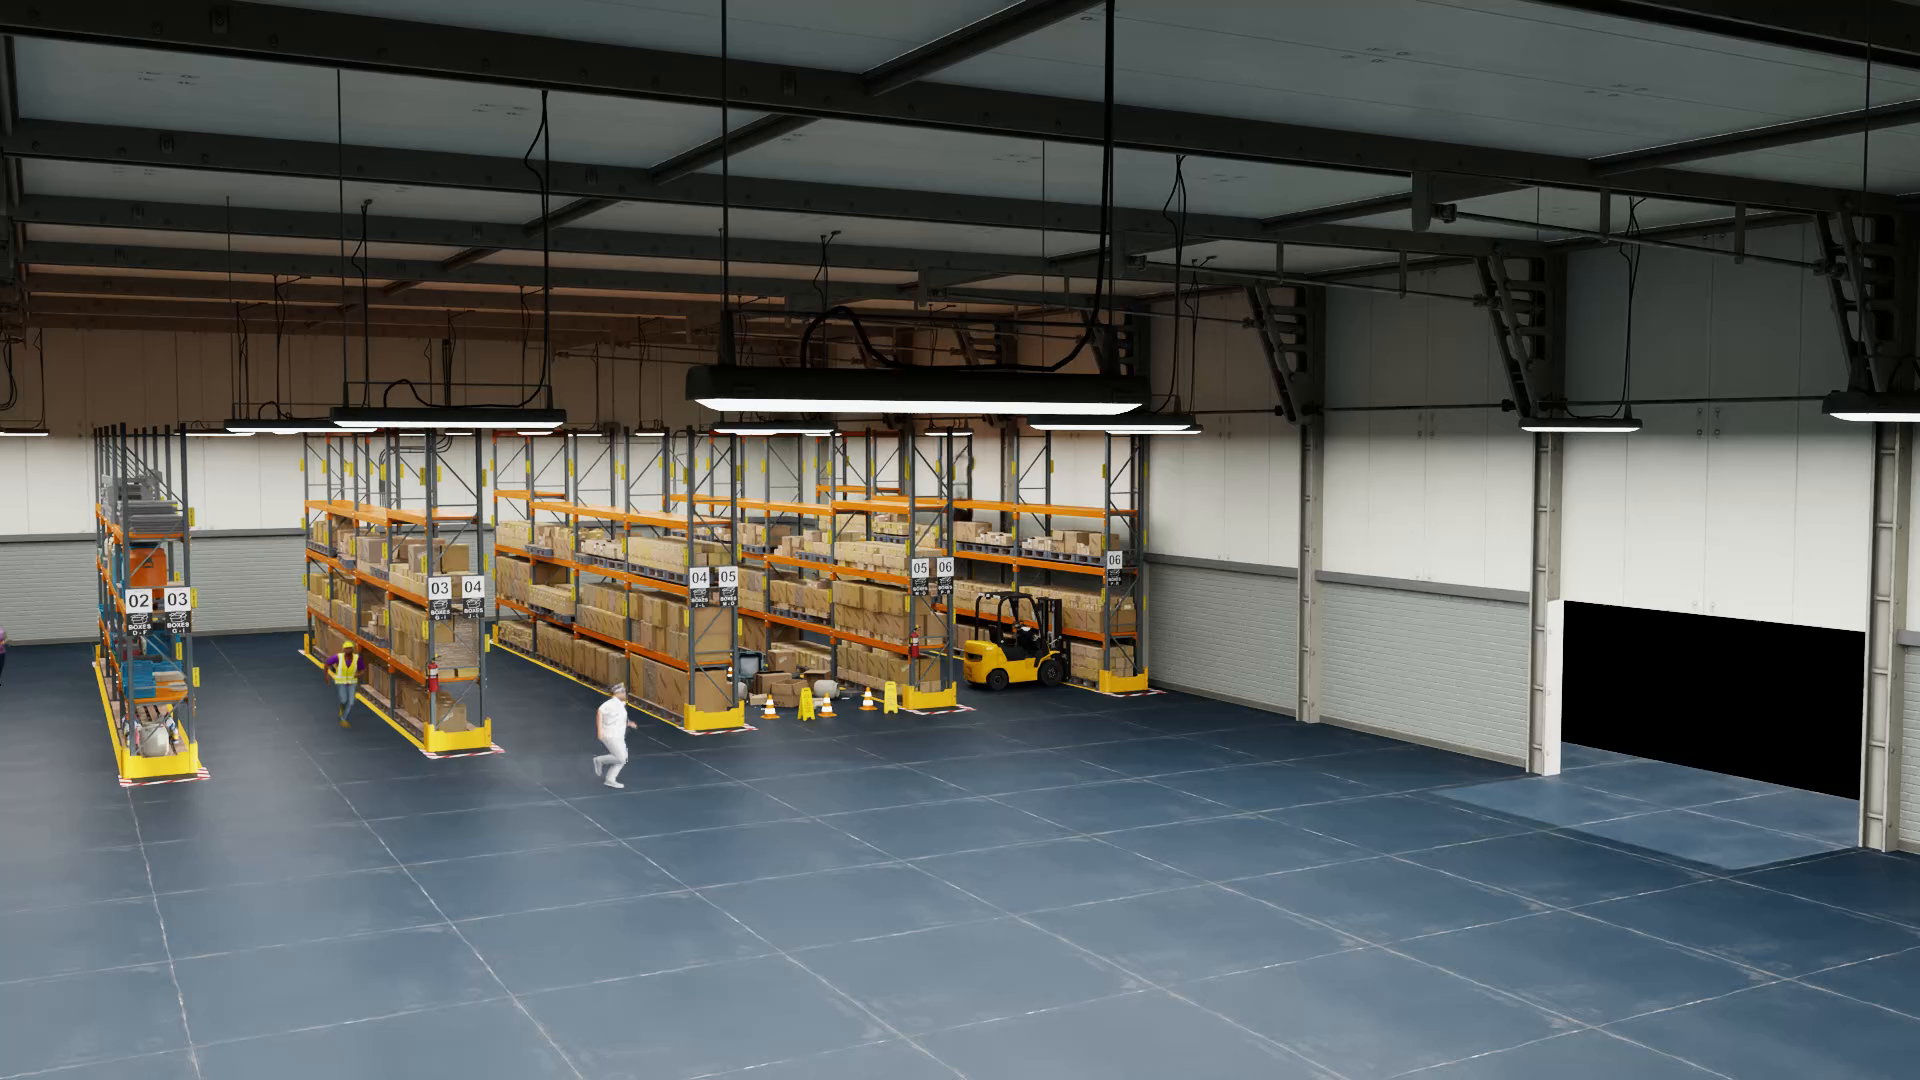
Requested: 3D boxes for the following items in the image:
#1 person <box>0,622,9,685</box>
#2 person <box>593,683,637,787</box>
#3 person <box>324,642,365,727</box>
[{"bbox_3d":[-22.130,2.608,38.189,0.506,1.592,0.650,-3,5,-43],"label":"person"},{"bbox_3d":[-5.684,3.215,27.399,0.692,1.737,0.705,1,4,12],"label":"person"},{"bbox_3d":[-12.211,2.870,33.068,0.749,1.708,0.647,-2,4,-29],"label":"person"}]
